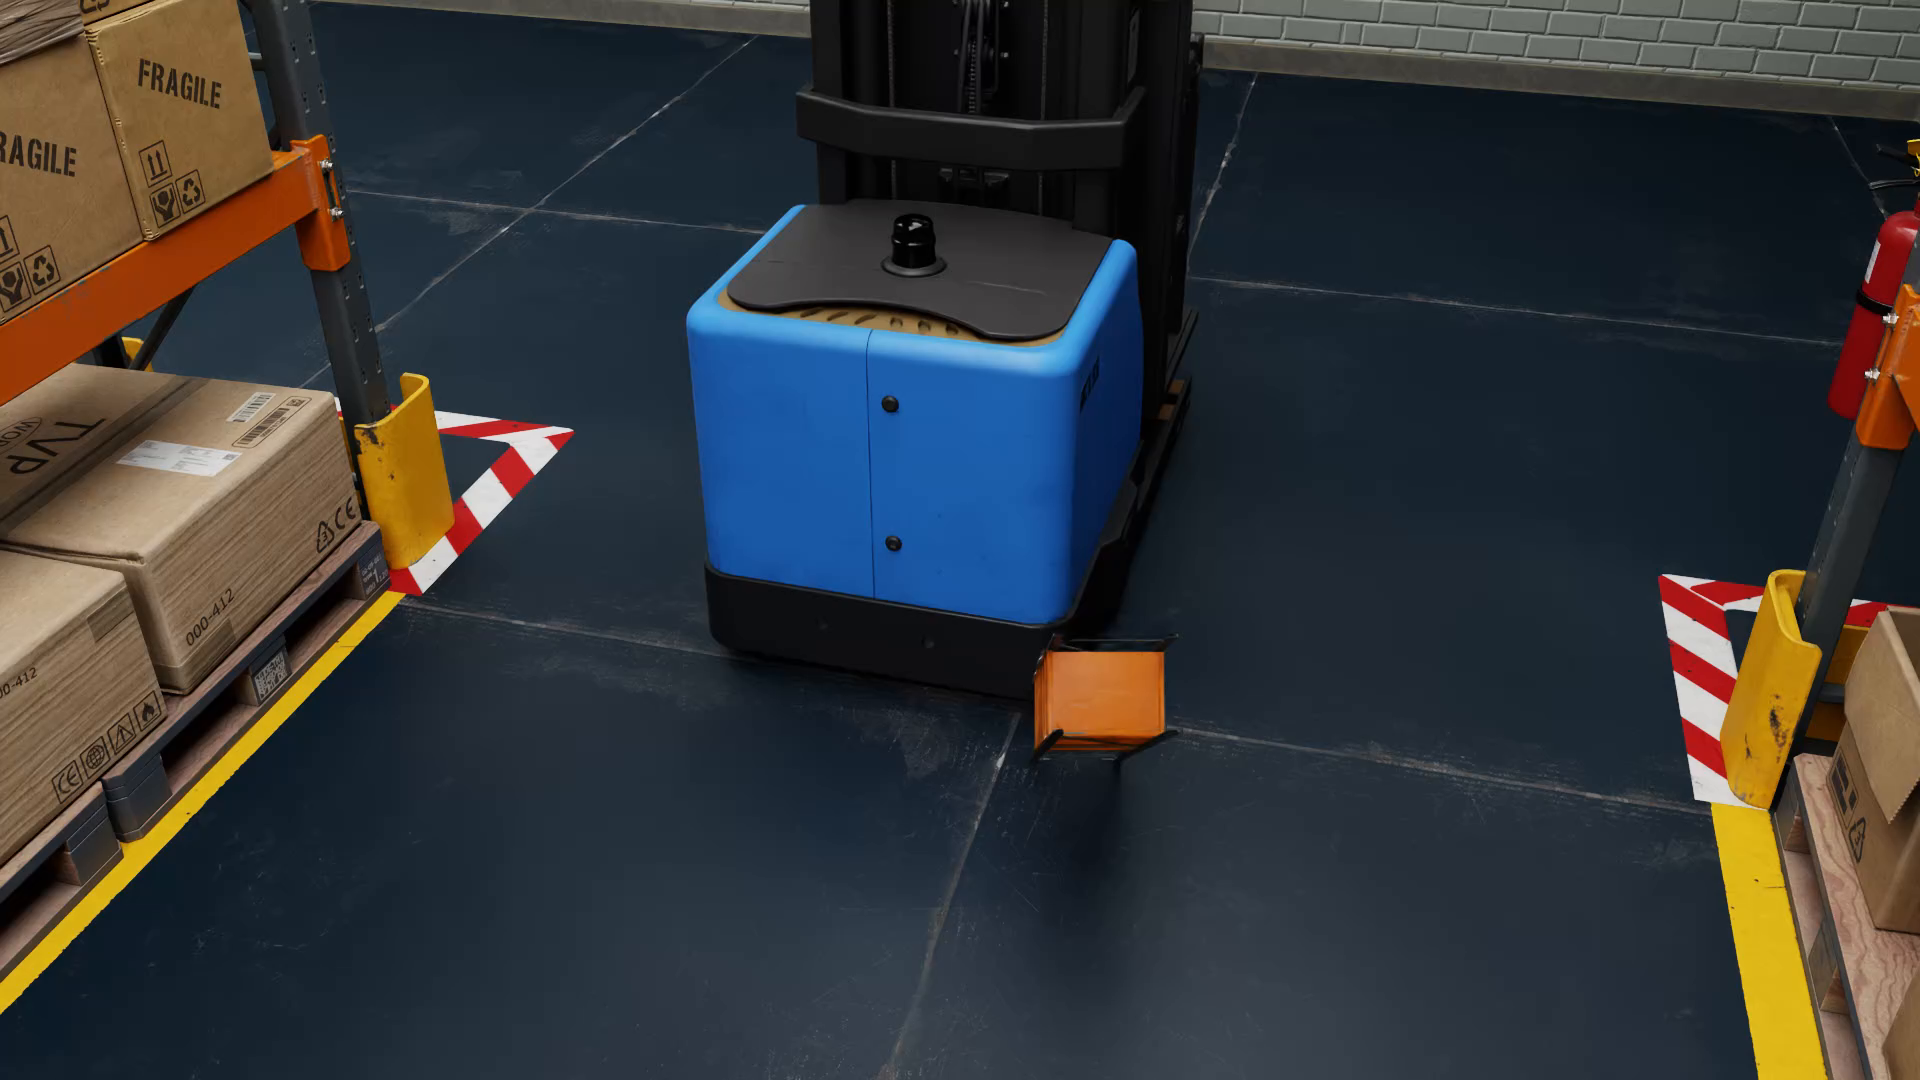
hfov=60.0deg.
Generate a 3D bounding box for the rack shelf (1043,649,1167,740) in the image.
[{"bbox_3d":[0.299,0.323,3.456,0.258,0.180,0.103,0,-10,0],"label":"rack shelf"}]

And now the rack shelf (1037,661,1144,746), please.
[{"bbox_3d":[0.300,0.364,3.693,0.258,0.180,0.103,0,-10,0],"label":"rack shelf"}]

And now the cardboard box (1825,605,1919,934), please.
[{"bbox_3d":[2.334,0.533,3.552,0.797,0.503,0.637,7,33,10],"label":"cardboard box"}]

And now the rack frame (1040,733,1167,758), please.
[{"bbox_3d":[0.301,0.468,3.751,0.228,0.002,1.046,0,-10,0],"label":"rack frame"}]

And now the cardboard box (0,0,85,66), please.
[{"bbox_3d":[-2.217,-1.228,3.361,0.500,0.500,0.500,8,33,13],"label":"cardboard box"}]

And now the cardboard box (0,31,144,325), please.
[{"bbox_3d":[-2.229,-0.819,3.650,0.500,0.500,0.500,7,33,11],"label":"cardboard box"}]

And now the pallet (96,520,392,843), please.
[{"bbox_3d":[-2.348,0.280,4.612,1.003,0.211,1.213,8,33,12],"label":"pallet"}]

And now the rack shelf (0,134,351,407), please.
[{"bbox_3d":[-2.729,0.020,3.094,1.077,0.370,4.000,8,33,12],"label":"rack shelf"}]

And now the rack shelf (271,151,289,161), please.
[{"bbox_3d":[-5.135,-2.371,2.261,5.869,4.714,3.910,8,33,12],"label":"rack shelf"}]

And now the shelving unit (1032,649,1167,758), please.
[{"bbox_3d":[0.301,0.379,3.767,0.258,0.183,1.046,0,-10,0],"label":"shelving unit"}]

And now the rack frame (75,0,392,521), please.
[{"bbox_3d":[-2.221,-1.322,4.533,1.000,3.000,0.127,8,33,12],"label":"rack frame"}]

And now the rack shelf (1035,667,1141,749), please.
[{"bbox_3d":[0.301,0.385,3.811,0.258,0.180,0.103,0,-10,0],"label":"rack shelf"}]

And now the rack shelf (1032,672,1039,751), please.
[{"bbox_3d":[0.301,0.406,3.929,0.258,0.180,0.103,0,-10,0],"label":"rack shelf"}]

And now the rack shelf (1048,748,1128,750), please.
[{"bbox_3d":[0.301,0.422,4.020,0.221,0.171,0.034,0,-10,0],"label":"rack shelf"}]

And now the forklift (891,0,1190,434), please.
[{"bbox_3d":[-14.408,-3.423,2.247,28.412,9.000,11.581,9,33,14],"label":"forklift"}]

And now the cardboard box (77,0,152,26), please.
[{"bbox_3d":[-2.113,-1.503,3.794,0.500,0.500,0.500,9,34,14],"label":"cardboard box"}]

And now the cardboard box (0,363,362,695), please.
[{"bbox_3d":[-2.292,-0.062,4.548,0.875,0.438,0.875,7,33,11],"label":"cardboard box"}]

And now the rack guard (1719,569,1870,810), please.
[{"bbox_3d":[2.562,0.446,4.082,1.175,0.500,0.348,8,33,12],"label":"rack guard"}]
